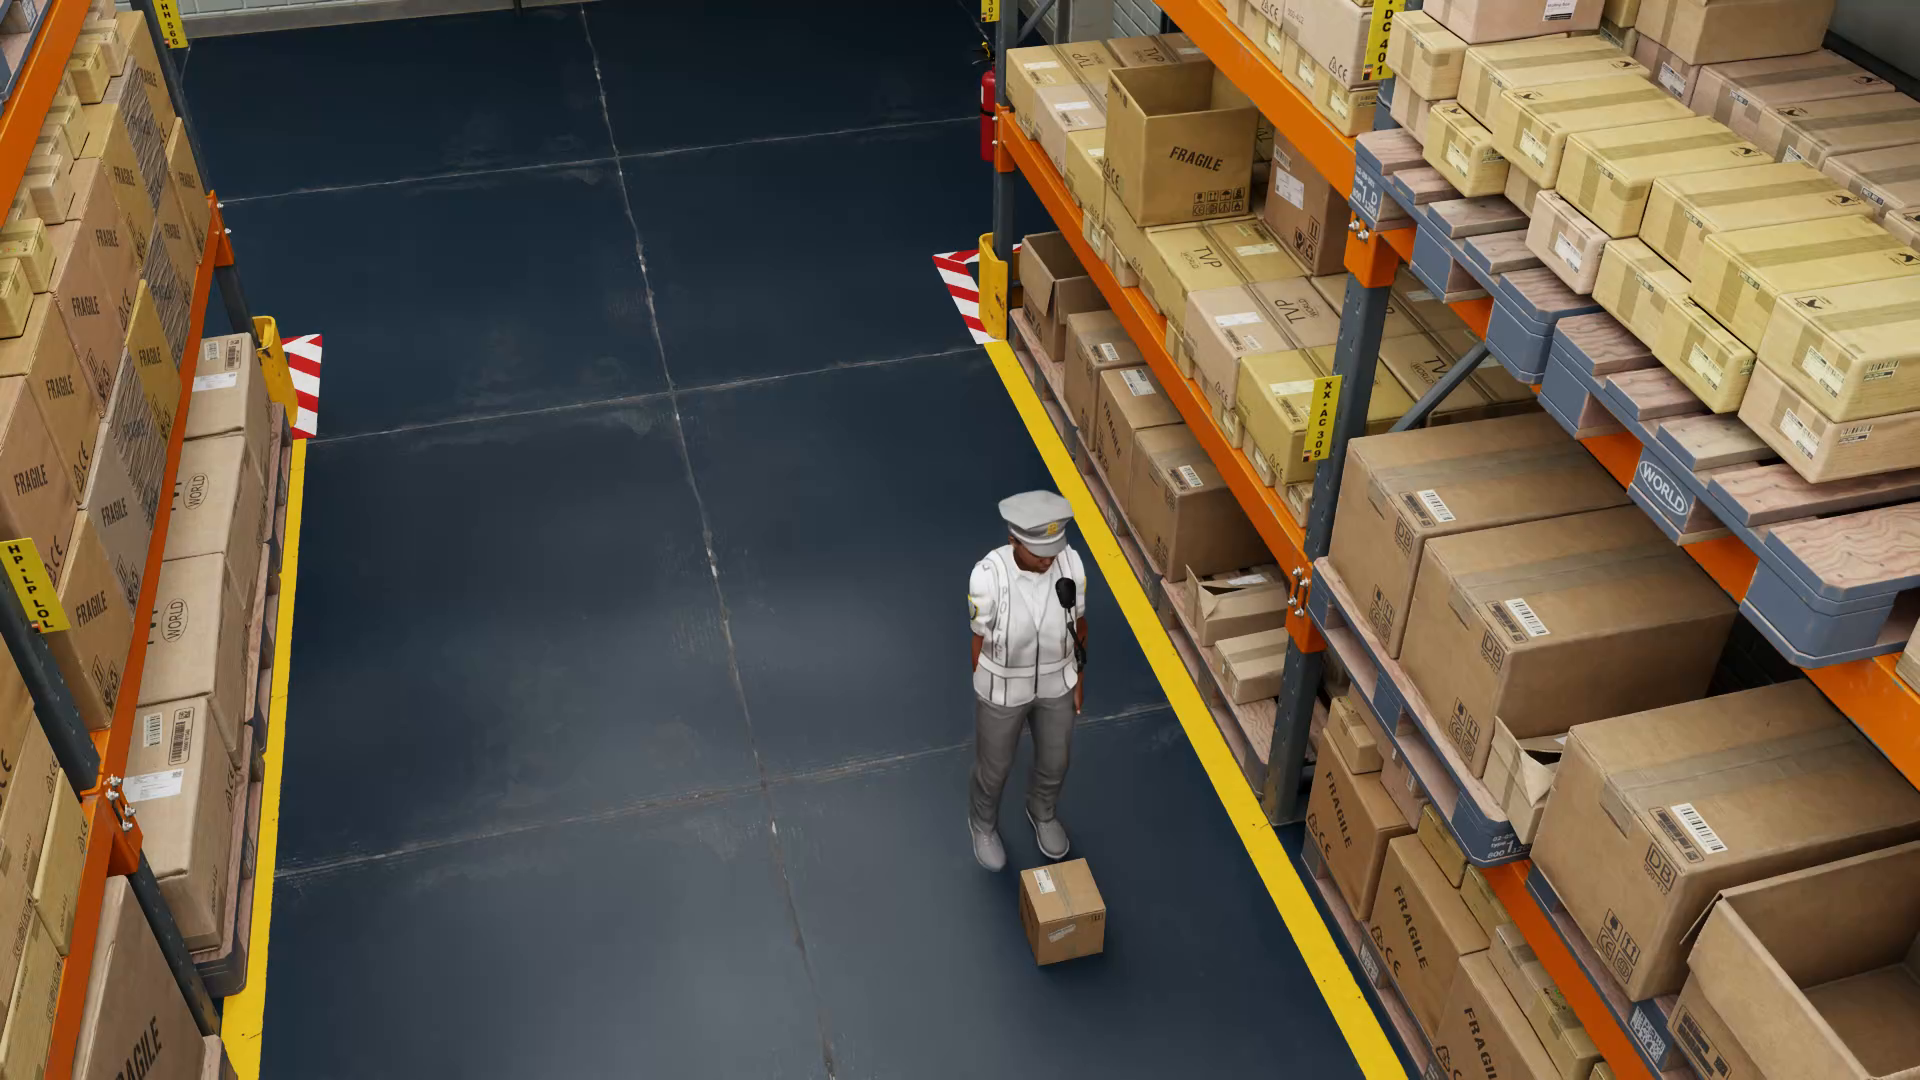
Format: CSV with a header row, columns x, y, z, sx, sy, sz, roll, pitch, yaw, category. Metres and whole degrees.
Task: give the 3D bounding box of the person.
x,y,z,sx,sy,sz,roll,pitch,yaw,category
0.253,0.537,6.054,0.438,1.675,0.341,-10,40,-13,person
